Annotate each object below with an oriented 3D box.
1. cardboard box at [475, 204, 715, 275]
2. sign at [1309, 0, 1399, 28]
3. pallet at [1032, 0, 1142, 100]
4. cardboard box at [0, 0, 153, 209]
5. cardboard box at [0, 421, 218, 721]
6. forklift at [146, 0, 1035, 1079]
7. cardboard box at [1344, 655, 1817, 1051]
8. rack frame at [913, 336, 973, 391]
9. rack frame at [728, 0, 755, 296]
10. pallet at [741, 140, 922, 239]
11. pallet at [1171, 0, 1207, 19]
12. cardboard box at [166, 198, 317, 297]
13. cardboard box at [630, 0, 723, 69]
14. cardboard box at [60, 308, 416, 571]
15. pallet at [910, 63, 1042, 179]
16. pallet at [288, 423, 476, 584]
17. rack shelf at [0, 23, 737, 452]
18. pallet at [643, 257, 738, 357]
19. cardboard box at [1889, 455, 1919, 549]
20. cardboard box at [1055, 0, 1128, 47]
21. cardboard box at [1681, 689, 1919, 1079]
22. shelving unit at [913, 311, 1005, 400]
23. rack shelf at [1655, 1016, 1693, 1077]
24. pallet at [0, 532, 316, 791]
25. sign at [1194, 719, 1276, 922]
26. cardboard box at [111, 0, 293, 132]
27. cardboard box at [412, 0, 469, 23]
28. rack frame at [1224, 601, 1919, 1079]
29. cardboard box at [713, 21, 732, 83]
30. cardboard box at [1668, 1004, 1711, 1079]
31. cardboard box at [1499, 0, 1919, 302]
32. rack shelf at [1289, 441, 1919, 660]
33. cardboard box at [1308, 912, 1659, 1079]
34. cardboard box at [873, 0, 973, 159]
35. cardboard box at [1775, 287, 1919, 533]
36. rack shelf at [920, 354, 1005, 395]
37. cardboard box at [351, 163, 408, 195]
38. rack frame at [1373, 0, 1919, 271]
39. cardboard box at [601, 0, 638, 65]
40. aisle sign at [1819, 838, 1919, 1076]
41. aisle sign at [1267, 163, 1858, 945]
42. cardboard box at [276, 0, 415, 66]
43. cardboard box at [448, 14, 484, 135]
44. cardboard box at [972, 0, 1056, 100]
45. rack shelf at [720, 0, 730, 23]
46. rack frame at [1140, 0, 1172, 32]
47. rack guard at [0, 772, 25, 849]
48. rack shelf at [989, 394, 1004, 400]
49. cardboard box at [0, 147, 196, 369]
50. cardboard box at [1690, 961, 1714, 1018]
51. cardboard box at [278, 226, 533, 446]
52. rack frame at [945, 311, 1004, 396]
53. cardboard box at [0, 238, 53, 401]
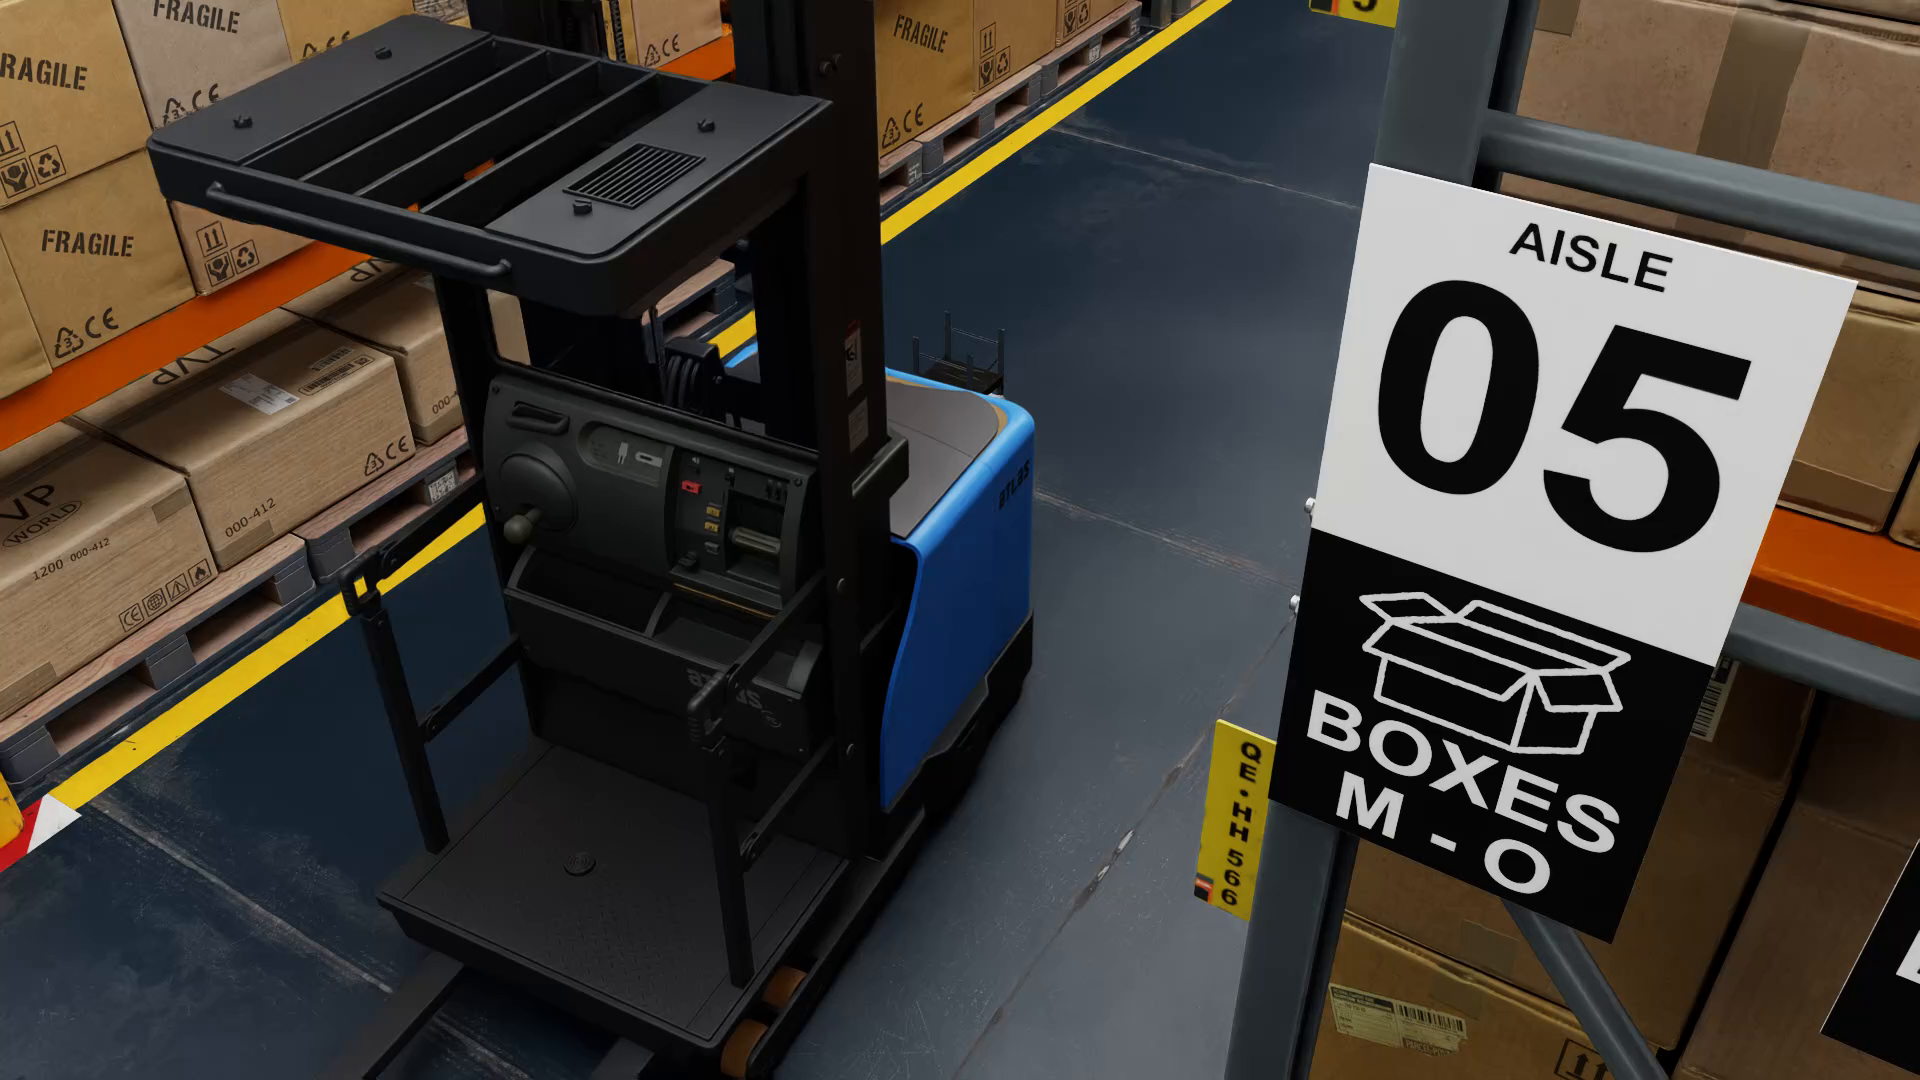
[{"bbox_3d":[-1.703,-1.352,7.302,0.875,0.438,0.875,21,42,24],"label":"cardboard box"},{"bbox_3d":[0.357,-0.590,1.377,0.100,0.325,0.005,21,42,25],"label":"sign"},{"bbox_3d":[0.381,-3.065,10.053,1.003,0.211,1.213,21,42,25],"label":"pallet"},{"bbox_3d":[-2.650,-1.285,4.560,0.500,0.500,0.500,20,42,24],"label":"cardboard box"},{"bbox_3d":[-3.150,0.049,5.485,0.875,0.438,0.875,20,42,24],"label":"cardboard box"},{"bbox_3d":[-0.873,-0.042,3.904,1.130,2.935,3.031,17,41,21],"label":"forklift"},{"bbox_3d":[0.850,0.269,2.299,0.500,0.500,0.500,20,42,24],"label":"cardboard box"},{"bbox_3d":[-0.059,-0.300,5.902,0.240,0.900,0.006,21,42,25],"label":"rack frame"},{"bbox_3d":[-1.276,-2.489,7.022,1.000,3.000,0.127,21,42,25],"label":"rack frame"},{"bbox_3d":[-0.926,-1.807,8.421,1.003,0.211,1.213,21,42,25],"label":"pallet"},{"bbox_3d":[1.287,-3.849,11.070,1.003,0.211,1.213,21,42,25],"label":"pallet"},{"bbox_3d":[-2.384,-1.146,5.198,0.500,0.500,0.500,21,42,25],"label":"cardboard box"},{"bbox_3d":[-1.309,-2.206,6.573,0.500,0.500,0.500,22,43,26],"label":"cardboard box"},{"bbox_3d":[-2.667,-0.426,6.100,0.875,0.438,0.875,22,43,26],"label":"cardboard box"},{"bbox_3d":[-0.273,-2.439,9.240,1.003,0.211,1.213,21,42,25],"label":"pallet"},{"bbox_3d":[-2.402,-0.387,6.579,1.003,0.211,1.213,21,42,25],"label":"pallet"},{"bbox_3d":[-2.348,-1.173,5.904,1.077,0.370,4.000,21,42,25],"label":"rack shelf"},{"bbox_3d":[-1.750,-1.018,7.398,1.003,0.211,1.213,21,42,25],"label":"pallet"},{"bbox_3d":[1.271,-0.136,1.636,0.500,0.250,0.500,23,43,27],"label":"cardboard box"},{"bbox_3d":[0.427,-3.547,9.791,0.875,0.875,0.875,21,42,25],"label":"cardboard box"},{"bbox_3d":[1.279,0.442,2.075,0.500,0.500,0.500,21,42,25],"label":"cardboard box"},{"bbox_3d":[-0.004,-0.352,5.970,0.258,0.900,0.210,21,42,25],"label":"shelving unit"},{"bbox_3d":[1.886,0.394,3.871,1.077,0.370,4.000,21,42,25],"label":"rack shelf"},{"bbox_3d":[-3.057,0.240,5.766,1.003,0.211,1.213,21,42,25],"label":"pallet"},{"bbox_3d":[0.357,0.365,2.113,0.100,0.325,0.005,21,42,25],"label":"sign"},{"bbox_3d":[-2.381,-1.553,4.907,0.500,0.500,0.500,21,42,25],"label":"cardboard box"},{"bbox_3d":[-1.839,-2.067,5.573,0.500,0.500,0.500,22,43,26],"label":"cardboard box"},{"bbox_3d":[0.815,1.140,2.314,1.000,3.000,0.127,21,42,25],"label":"rack frame"},{"bbox_3d":[-1.011,-2.160,7.991,0.875,0.875,0.875,23,43,26],"label":"cardboard box"},{"bbox_3d":[1.289,0.842,2.376,0.500,0.500,0.500,23,43,27],"label":"cardboard box"},{"bbox_3d":[0.847,-0.507,1.708,0.500,0.250,0.500,20,42,24],"label":"cardboard box"},{"bbox_3d":[1.886,-0.794,2.955,1.077,0.370,4.000,21,42,25],"label":"rack shelf"},{"bbox_3d":[0.838,0.667,2.603,0.500,0.500,0.500,22,43,26],"label":"cardboard box"},{"bbox_3d":[-0.534,-2.628,8.598,0.875,0.875,0.875,22,43,26],"label":"cardboard box"},{"bbox_3d":[0.835,-0.309,1.861,0.500,0.250,0.500,20,42,24],"label":"cardboard box"},{"bbox_3d":[-0.004,-0.540,5.825,0.258,0.077,0.200,21,42,25],"label":"rack shelf"},{"bbox_3d":[-2.130,-1.410,5.540,0.500,0.500,0.500,23,43,27],"label":"cardboard box"},{"bbox_3d":[0.815,-1.236,0.483,1.000,3.000,0.127,21,42,25],"label":"rack frame"},{"bbox_3d":[-1.580,-1.939,6.226,0.500,0.500,0.500,20,42,24],"label":"cardboard box"},{"bbox_3d":[1.029,0.246,1.344,0.394,0.787,0.004,21,42,25],"label":"aisle sign"},{"bbox_3d":[0.522,0.050,1.599,0.394,0.787,0.004,21,42,25],"label":"aisle sign"},{"bbox_3d":[-2.115,-1.811,5.241,0.500,0.500,0.500,21,42,25],"label":"cardboard box"},{"bbox_3d":[-1.837,-1.675,5.884,0.500,0.500,0.500,21,42,24],"label":"cardboard box"},{"bbox_3d":[-0.055,-3.089,9.196,0.875,0.875,0.875,22,43,26],"label":"cardboard box"},{"bbox_3d":[-0.205,-3.235,8.579,1.077,0.370,4.000,21,42,25],"label":"rack shelf"},{"bbox_3d":[0.867,-4.551,9.697,1.000,3.000,0.127,21,42,25],"label":"rack frame"},{"bbox_3d":[-3.432,0.575,5.094,1.175,0.500,0.348,21,42,25],"label":"rack guard"},{"bbox_3d":[-0.004,-0.468,5.880,0.258,0.077,0.200,21,42,25],"label":"rack shelf"},{"bbox_3d":[-2.672,-0.890,4.866,0.500,0.500,0.500,21,42,25],"label":"cardboard box"},{"bbox_3d":[1.554,0.557,2.745,0.500,0.500,0.500,21,42,25],"label":"cardboard box"},{"bbox_3d":[-2.182,-0.890,6.703,0.875,0.438,0.875,20,42,24],"label":"cardboard box"},{"bbox_3d":[0.050,-0.405,6.038,0.240,0.900,0.006,21,42,25],"label":"rack frame"},{"bbox_3d":[-2.919,-0.620,4.516,0.500,0.500,0.500,21,42,25],"label":"cardboard box"}]
